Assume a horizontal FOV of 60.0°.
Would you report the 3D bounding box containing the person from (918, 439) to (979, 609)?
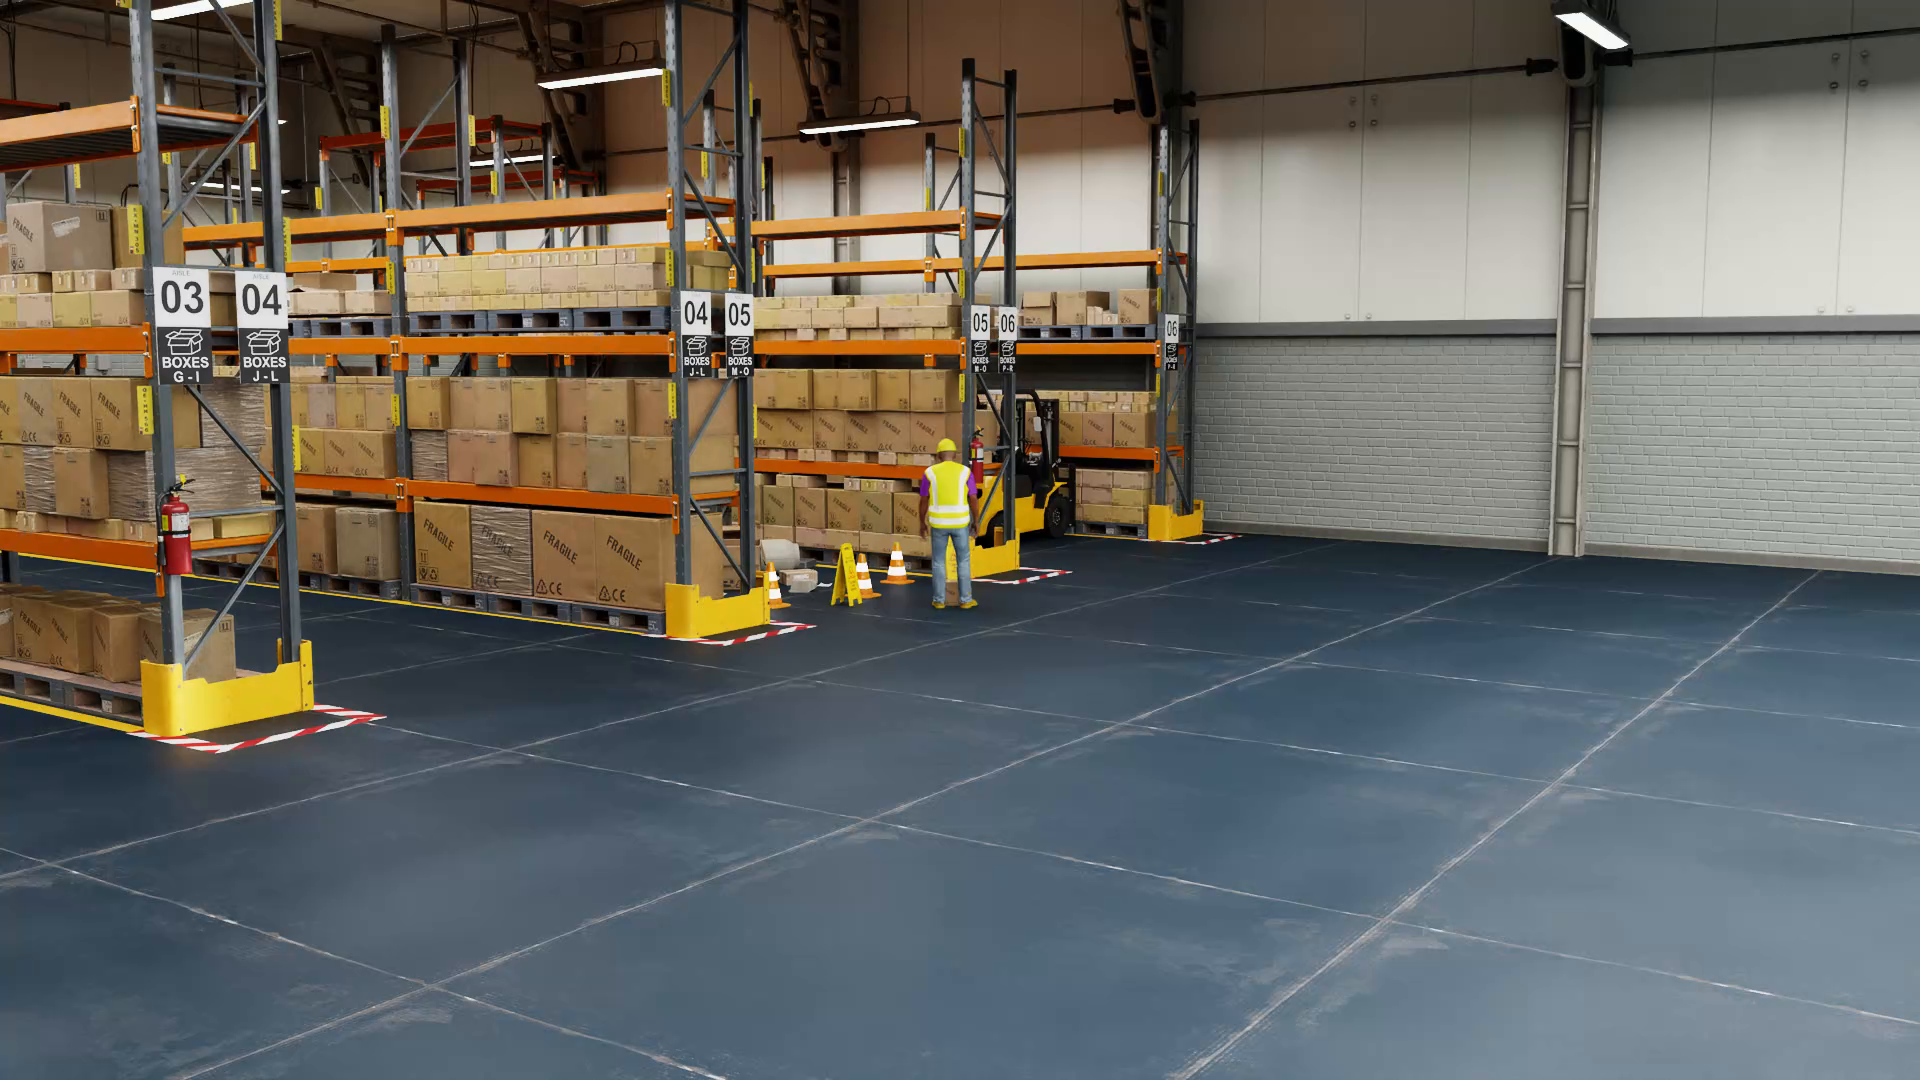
[{"bbox_3d":[-0.115,-0.171,17.265,0.631,1.759,0.461,0,6,0],"label":"person"}]
